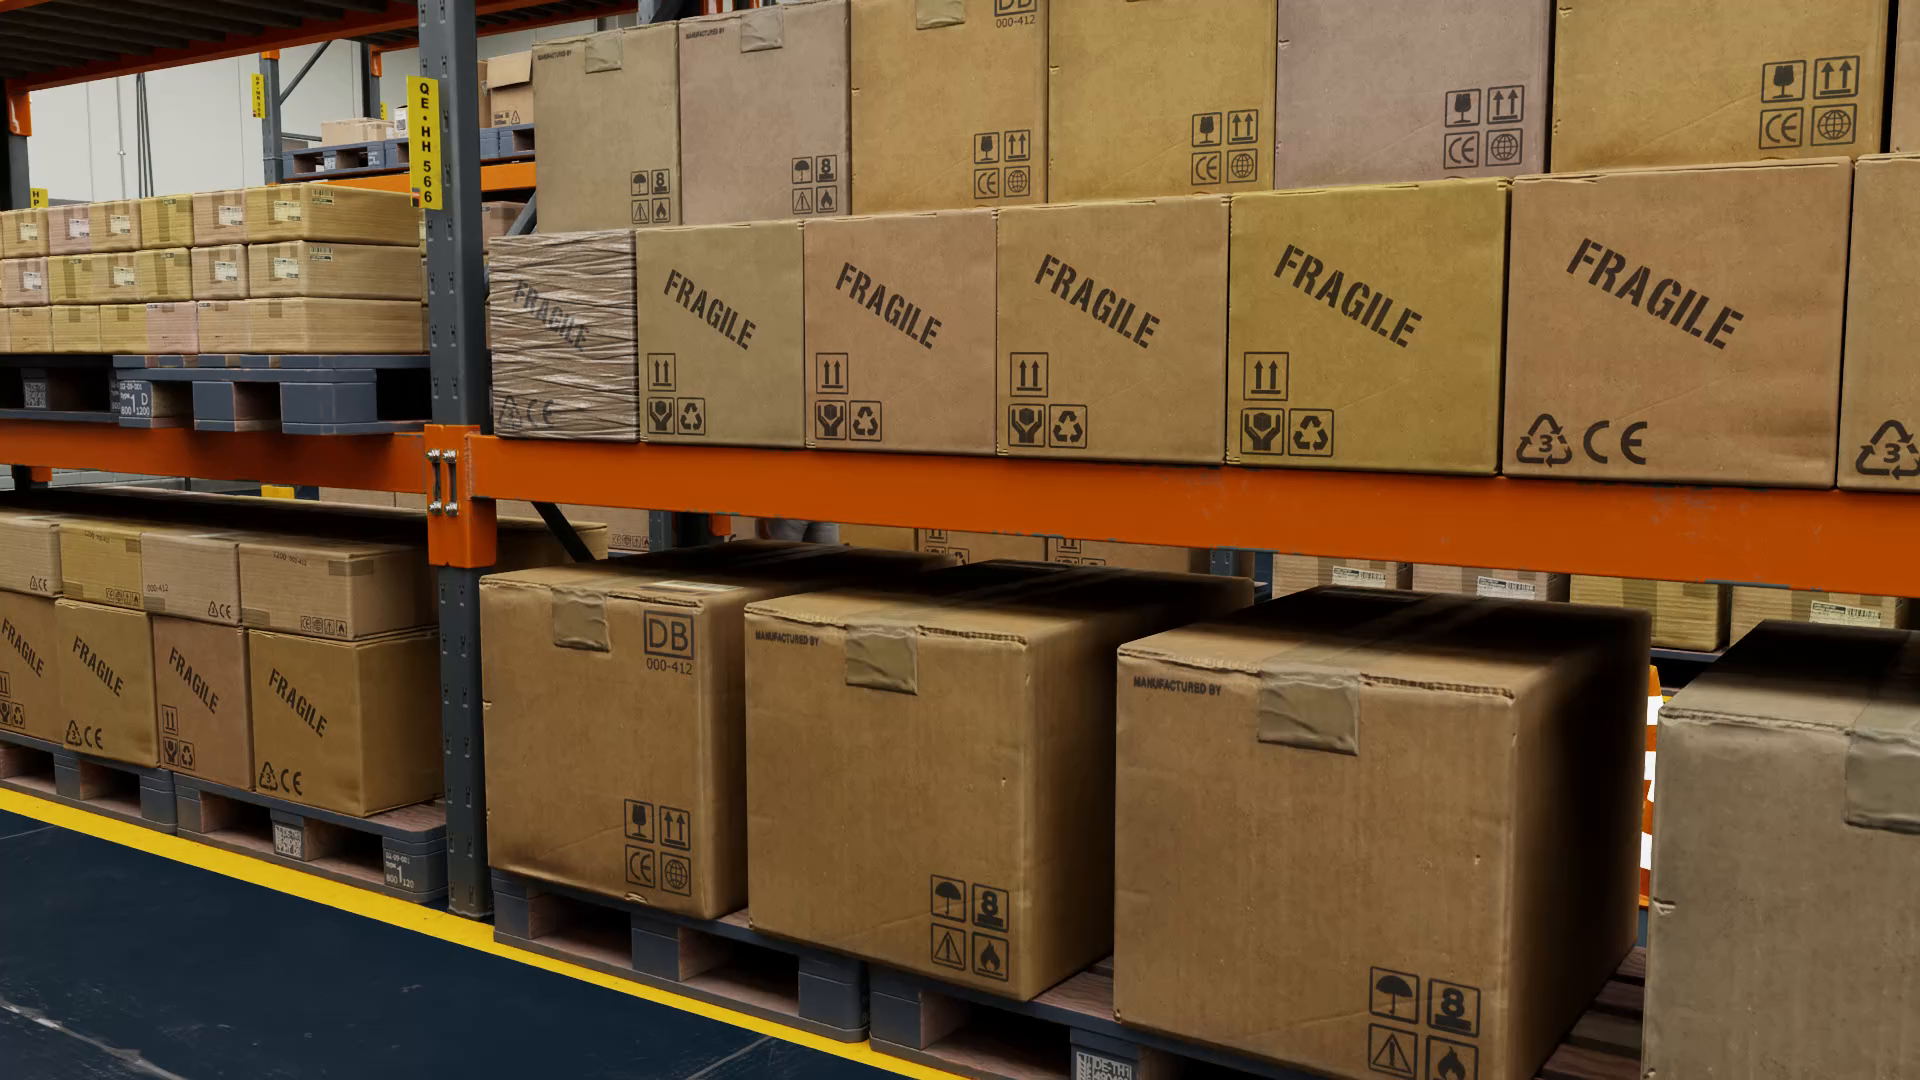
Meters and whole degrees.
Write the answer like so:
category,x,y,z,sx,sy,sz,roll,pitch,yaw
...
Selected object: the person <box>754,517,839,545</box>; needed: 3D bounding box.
category,x,y,z,sx,sy,sz,roll,pitch,yaw
person,-0.737,-0.184,7.349,0.629,1.780,0.581,4,8,34
